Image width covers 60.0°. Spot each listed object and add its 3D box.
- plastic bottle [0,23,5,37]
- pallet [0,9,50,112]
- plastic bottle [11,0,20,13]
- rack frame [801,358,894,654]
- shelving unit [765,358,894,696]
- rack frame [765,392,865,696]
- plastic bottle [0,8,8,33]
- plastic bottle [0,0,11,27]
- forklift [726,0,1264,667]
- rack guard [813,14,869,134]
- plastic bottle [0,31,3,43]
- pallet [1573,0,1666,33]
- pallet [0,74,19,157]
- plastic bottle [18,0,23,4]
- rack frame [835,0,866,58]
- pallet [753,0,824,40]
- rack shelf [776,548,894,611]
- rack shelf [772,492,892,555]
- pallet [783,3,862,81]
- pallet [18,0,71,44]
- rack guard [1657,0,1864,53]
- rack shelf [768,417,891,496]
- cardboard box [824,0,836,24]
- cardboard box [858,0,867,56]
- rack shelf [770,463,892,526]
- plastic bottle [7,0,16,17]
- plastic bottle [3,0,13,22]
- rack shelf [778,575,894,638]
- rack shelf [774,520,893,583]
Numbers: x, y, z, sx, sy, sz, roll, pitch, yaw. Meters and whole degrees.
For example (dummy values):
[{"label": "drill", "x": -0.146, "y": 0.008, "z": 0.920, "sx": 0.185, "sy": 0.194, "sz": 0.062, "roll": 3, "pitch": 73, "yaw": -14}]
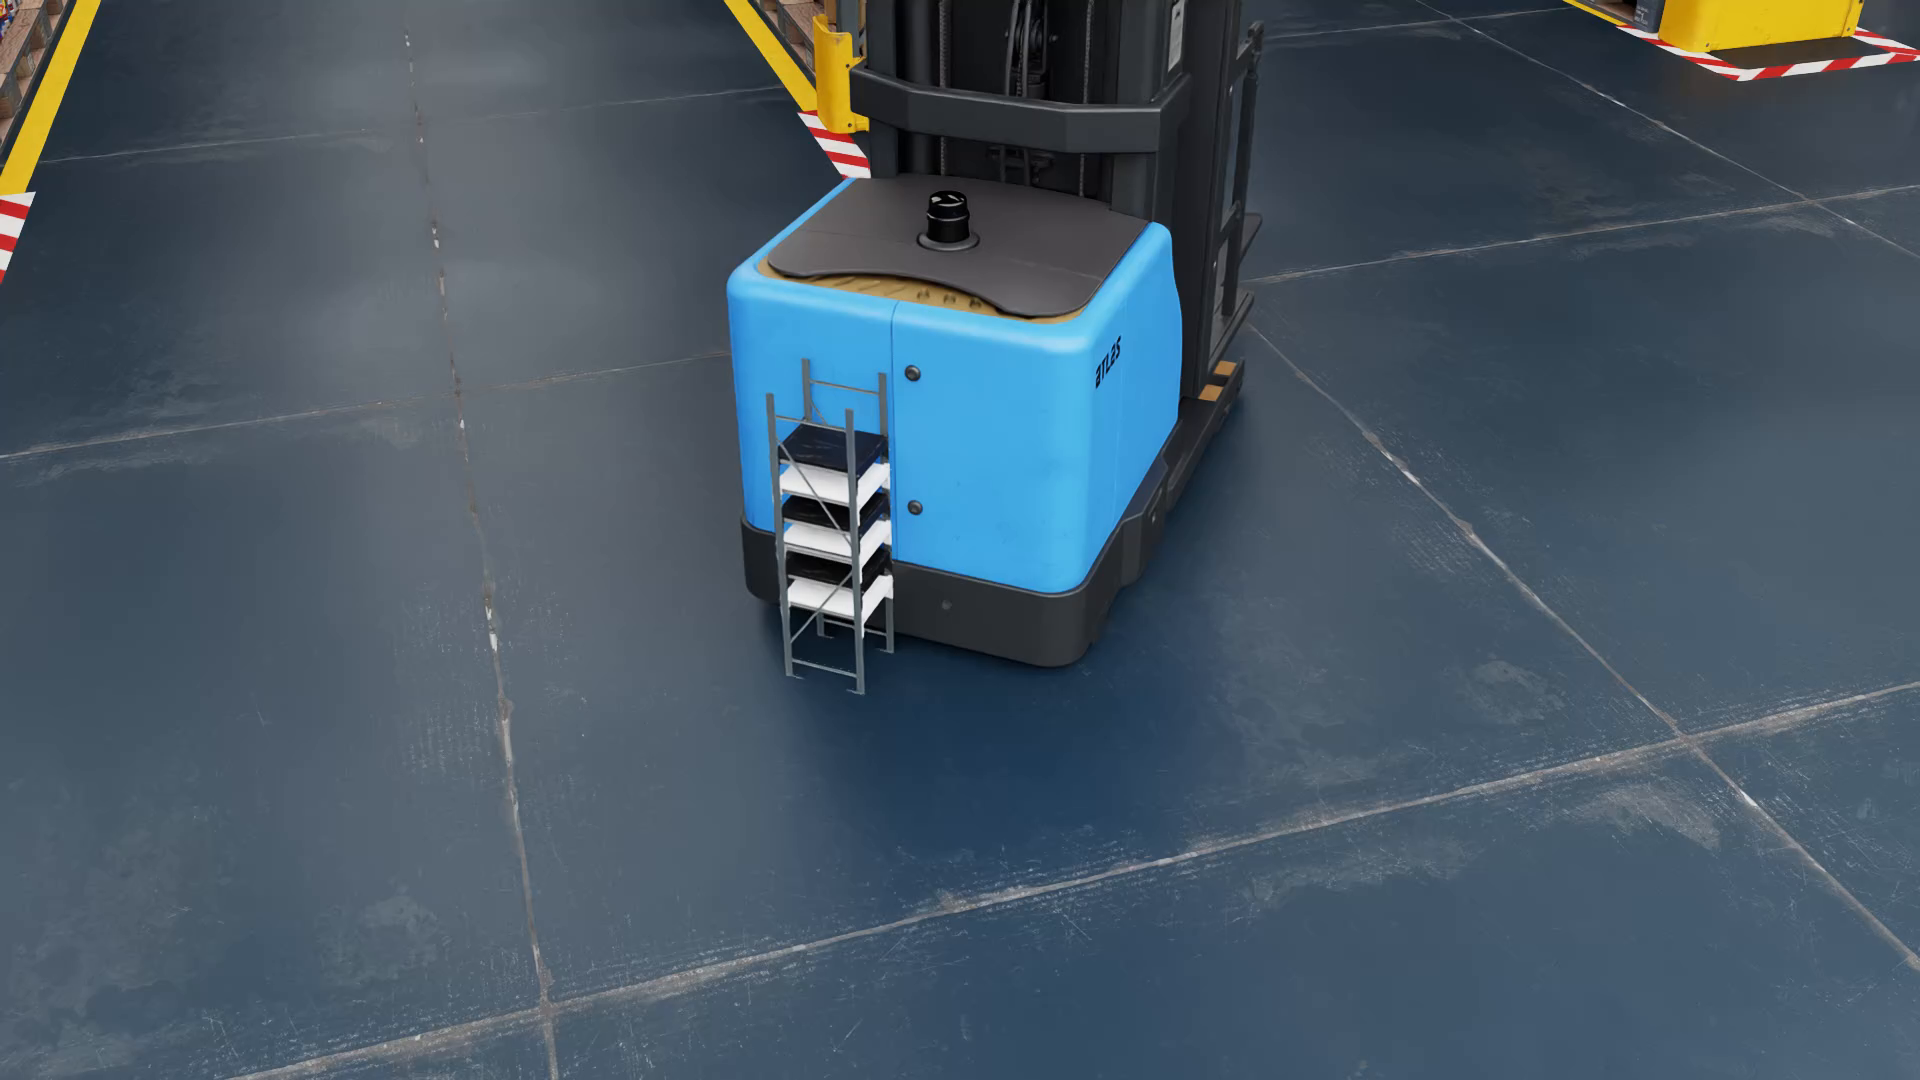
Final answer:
[{"label": "plastic bottle", "x": -5.194, "y": -2.822, "z": 8.876, "sx": 0.097, "sy": 0.271, "sz": 0.097, "roll": 0, "pitch": 33, "yaw": 0}, {"label": "pallet", "x": -5.512, "y": -2.528, "z": 8.885, "sx": 1.003, "sy": 0.211, "sz": 1.213, "roll": -10, "pitch": 35, "yaw": -15}, {"label": "plastic bottle", "x": -5.380, "y": -3.094, "z": 9.283, "sx": 0.152, "sy": 0.276, "sz": 0.135, "roll": -9, "pitch": 35, "yaw": -14}, {"label": "rack frame", "x": -0.301, "y": -0.074, "z": 4.546, "sx": 0.240, "sy": 0.900, "sz": 0.006, "roll": 12, "pitch": 35, "yaw": 18}, {"label": "shelving unit", "x": -0.339, "y": -0.022, "z": 4.467, "sx": 0.258, "sy": 0.900, "sz": 0.210, "roll": 12, "pitch": 35, "yaw": 18}, {"label": "rack frame", "x": -0.376, "y": 0.030, "z": 4.388, "sx": 0.240, "sy": 0.900, "sz": 0.006, "roll": 12, "pitch": 35, "yaw": 18}, {"label": "plastic bottle", "x": -5.225, "y": -2.875, "z": 8.956, "sx": 0.097, "sy": 0.271, "sz": 0.097, "roll": 0, "pitch": 33, "yaw": 0}, {"label": "plastic bottle", "x": -5.255, "y": -2.898, "z": 9.054, "sx": 0.097, "sy": 0.201, "sz": 0.097, "roll": 0, "pitch": 33, "yaw": 0}, {"label": "forklift", "x": 0.378, "y": -1.677, "z": 5.129, "sx": 1.130, "sy": 2.935, "sz": 3.031, "roll": 12, "pitch": 35, "yaw": 18}, {"label": "rack guard", "x": -0.139, "y": -2.423, "z": 8.463, "sx": 1.175, "sy": 0.500, "sz": 0.348, "roll": -10, "pitch": 35, "yaw": -15}, {"label": "plastic bottle", "x": -5.141, "y": -2.769, "z": 8.785, "sx": 0.061, "sy": 0.283, "sz": 0.133, "roll": -9, "pitch": 35, "yaw": -14}, {"label": "pallet", "x": 4.320, "y": -3.450, "z": 10.280, "sx": 1.003, "sy": 0.211, "sz": 1.213, "roll": -10, "pitch": 35, "yaw": -15}, {"label": "pallet", "x": -5.144, "y": -1.889, "z": 7.917, "sx": 1.003, "sy": 0.211, "sz": 1.213, "roll": -10, "pitch": 35, "yaw": -15}, {"label": "plastic bottle", "x": -5.425, "y": -3.211, "z": 9.393, "sx": 0.144, "sy": 0.351, "sz": 0.185, "roll": -10, "pitch": 35, "yaw": -15}, {"label": "rack frame", "x": -0.116, "y": -3.426, "z": 7.714, "sx": 1.000, "sy": 3.000, "sz": 0.127, "roll": -10, "pitch": 35, "yaw": -15}, {"label": "pallet", "x": -0.722, "y": -3.374, "z": 10.165, "sx": 1.003, "sy": 0.211, "sz": 1.213, "roll": -10, "pitch": 35, "yaw": -15}, {"label": "rack shelf", "x": -0.339, "y": 0.081, "z": 4.535, "sx": 0.258, "sy": 0.077, "sz": 0.200, "roll": 12, "pitch": 35, "yaw": 18}, {"label": "rack shelf", "x": -0.339, "y": -0.069, "z": 4.436, "sx": 0.258, "sy": 0.077, "sz": 0.200, "roll": 12, "pitch": 35, "yaw": 18}, {"label": "pallet", "x": -0.354, "y": -2.735, "z": 9.197, "sx": 1.003, "sy": 0.211, "sz": 1.213, "roll": -10, "pitch": 35, "yaw": -15}, {"label": "pallet", "x": -5.888, "y": -3.170, "z": 9.856, "sx": 1.003, "sy": 0.211, "sz": 1.213, "roll": -10, "pitch": 35, "yaw": -15}, {"label": "rack guard", "x": 4.645, "y": -3.151, "z": 9.566, "sx": 1.175, "sy": 0.500, "sz": 0.348, "roll": -10, "pitch": 35, "yaw": -15}, {"label": "rack shelf", "x": -0.339, "y": -0.219, "z": 4.337, "sx": 0.258, "sy": 0.077, "sz": 0.200, "roll": 12, "pitch": 35, "yaw": 18}, {"label": "cardboard box", "x": -0.506, "y": -3.197, "z": 9.254, "sx": 0.500, "sy": 0.500, "sz": 0.500, "roll": -1, "pitch": 33, "yaw": -2}, {"label": "cardboard box", "x": -0.291, "y": -2.889, "z": 8.787, "sx": 0.500, "sy": 0.500, "sz": 0.500, "roll": -4, "pitch": 34, "yaw": -6}, {"label": "rack shelf", "x": -0.339, "y": -0.144, "z": 4.386, "sx": 0.258, "sy": 0.077, "sz": 0.200, "roll": 12, "pitch": 35, "yaw": 18}, {"label": "plastic bottle", "x": -5.317, "y": -3.006, "z": 9.217, "sx": 0.097, "sy": 0.201, "sz": 0.097, "roll": 0, "pitch": 33, "yaw": 0}, {"label": "plastic bottle", "x": -5.286, "y": -2.981, "z": 9.117, "sx": 0.097, "sy": 0.271, "sz": 0.097, "roll": 0, "pitch": 33, "yaw": 0}, {"label": "rack shelf", "x": -0.339, "y": 0.156, "z": 4.585, "sx": 0.258, "sy": 0.077, "sz": 0.200, "roll": 12, "pitch": 35, "yaw": 18}, {"label": "rack shelf", "x": -0.339, "y": 0.006, "z": 4.485, "sx": 0.258, "sy": 0.077, "sz": 0.200, "roll": 12, "pitch": 35, "yaw": 18}]
